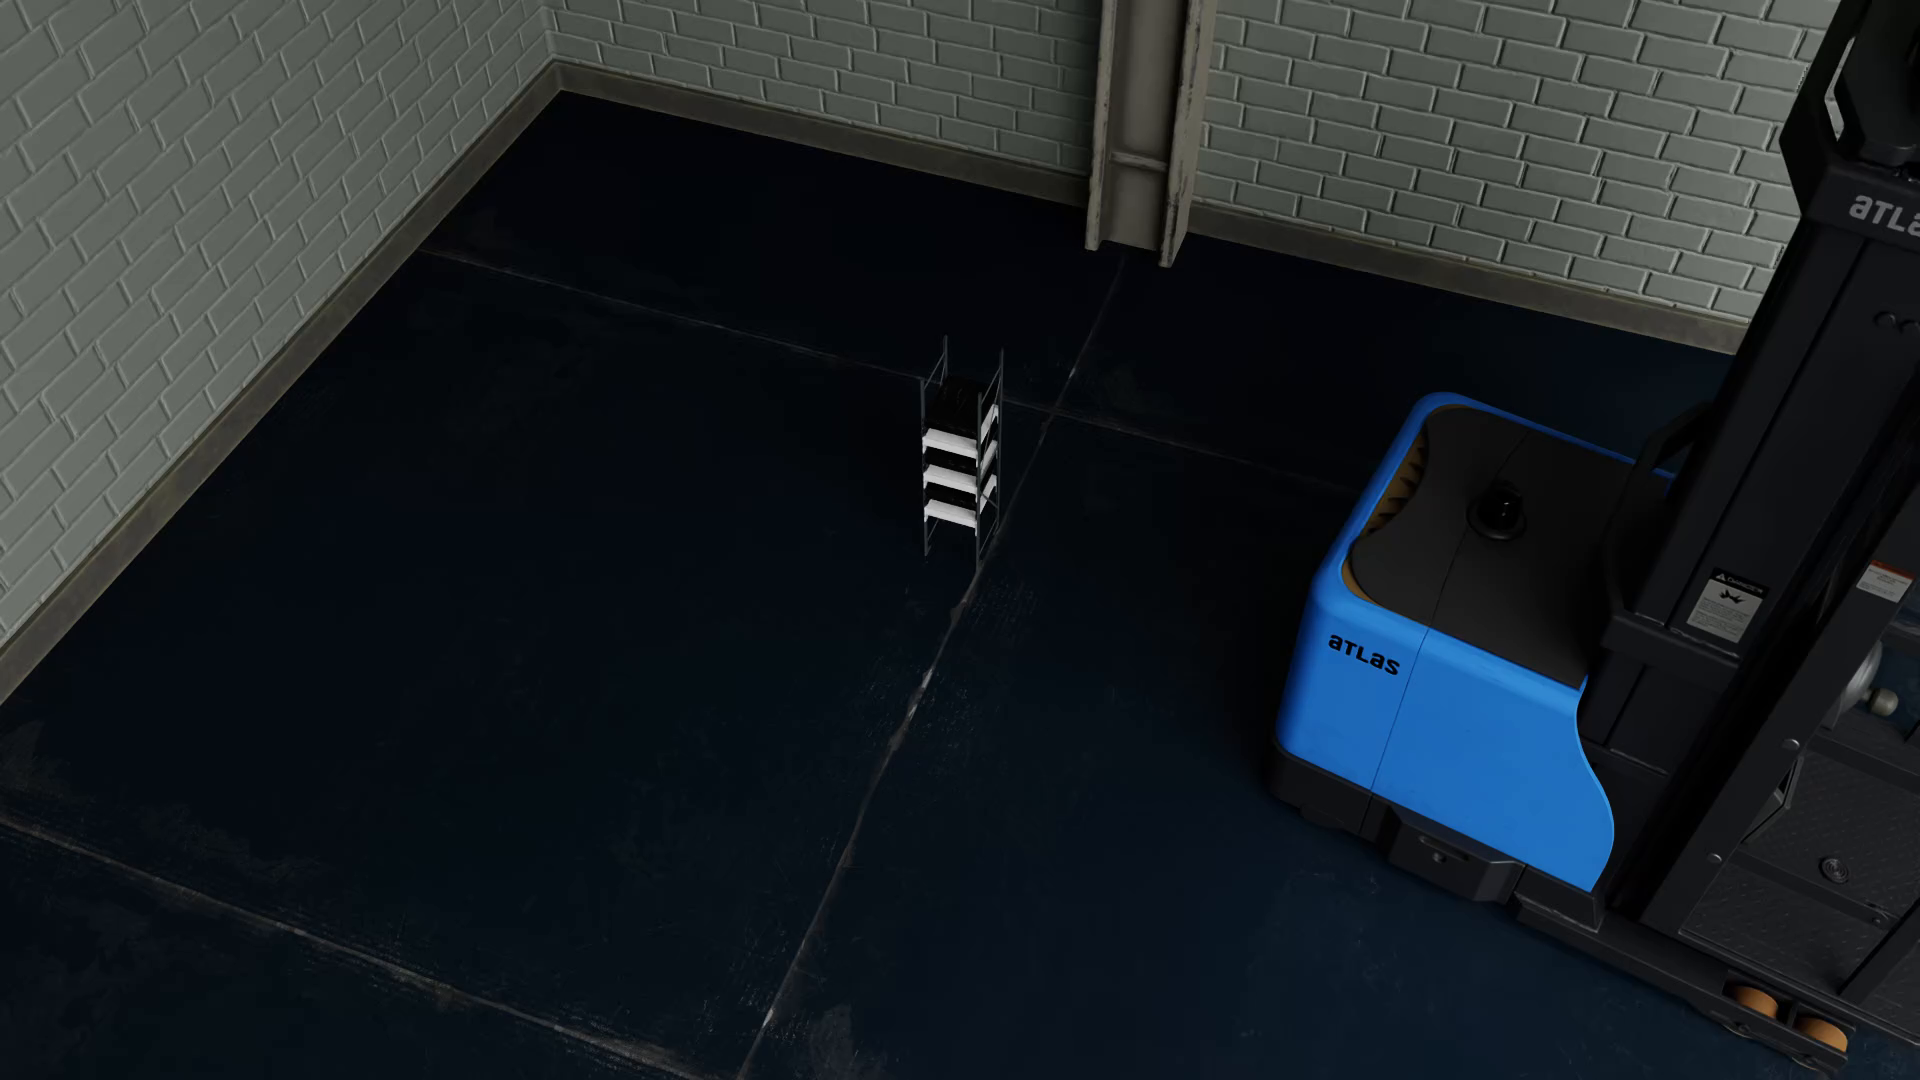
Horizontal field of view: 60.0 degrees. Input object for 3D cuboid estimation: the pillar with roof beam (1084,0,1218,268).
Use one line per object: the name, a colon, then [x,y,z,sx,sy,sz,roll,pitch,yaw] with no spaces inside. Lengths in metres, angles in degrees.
pillar with roof beam: [-0.704,-1.247,1.376,0.400,9.000,9.100,16,51,13]

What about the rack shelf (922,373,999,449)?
rack shelf: [0.008,-0.448,5.729,0.200,0.077,0.258,16,51,13]

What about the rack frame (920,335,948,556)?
rack frame: [-0.088,-0.319,5.931,0.006,0.900,0.240,16,51,13]

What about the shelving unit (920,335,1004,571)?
shelving unit: [0.008,-0.293,5.908,0.210,0.900,0.258,16,51,13]

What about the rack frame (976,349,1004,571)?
rack frame: [0.103,-0.266,5.885,0.006,0.900,0.240,16,51,13]

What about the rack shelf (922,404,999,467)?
rack shelf: [0.008,-0.389,5.797,0.200,0.077,0.258,16,51,13]

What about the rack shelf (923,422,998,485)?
rack shelf: [0.008,-0.330,5.865,0.200,0.077,0.258,16,51,13]

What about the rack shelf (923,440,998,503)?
rack shelf: [0.008,-0.271,5.933,0.200,0.077,0.258,16,51,13]

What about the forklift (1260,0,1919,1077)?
forklift: [2.519,0.134,4.195,3.031,2.935,1.130,24,53,20]

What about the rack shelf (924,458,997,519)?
rack shelf: [0.008,-0.212,6.001,0.200,0.077,0.258,16,51,13]

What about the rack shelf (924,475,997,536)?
rack shelf: [0.008,-0.153,6.069,0.200,0.077,0.258,16,51,13]
